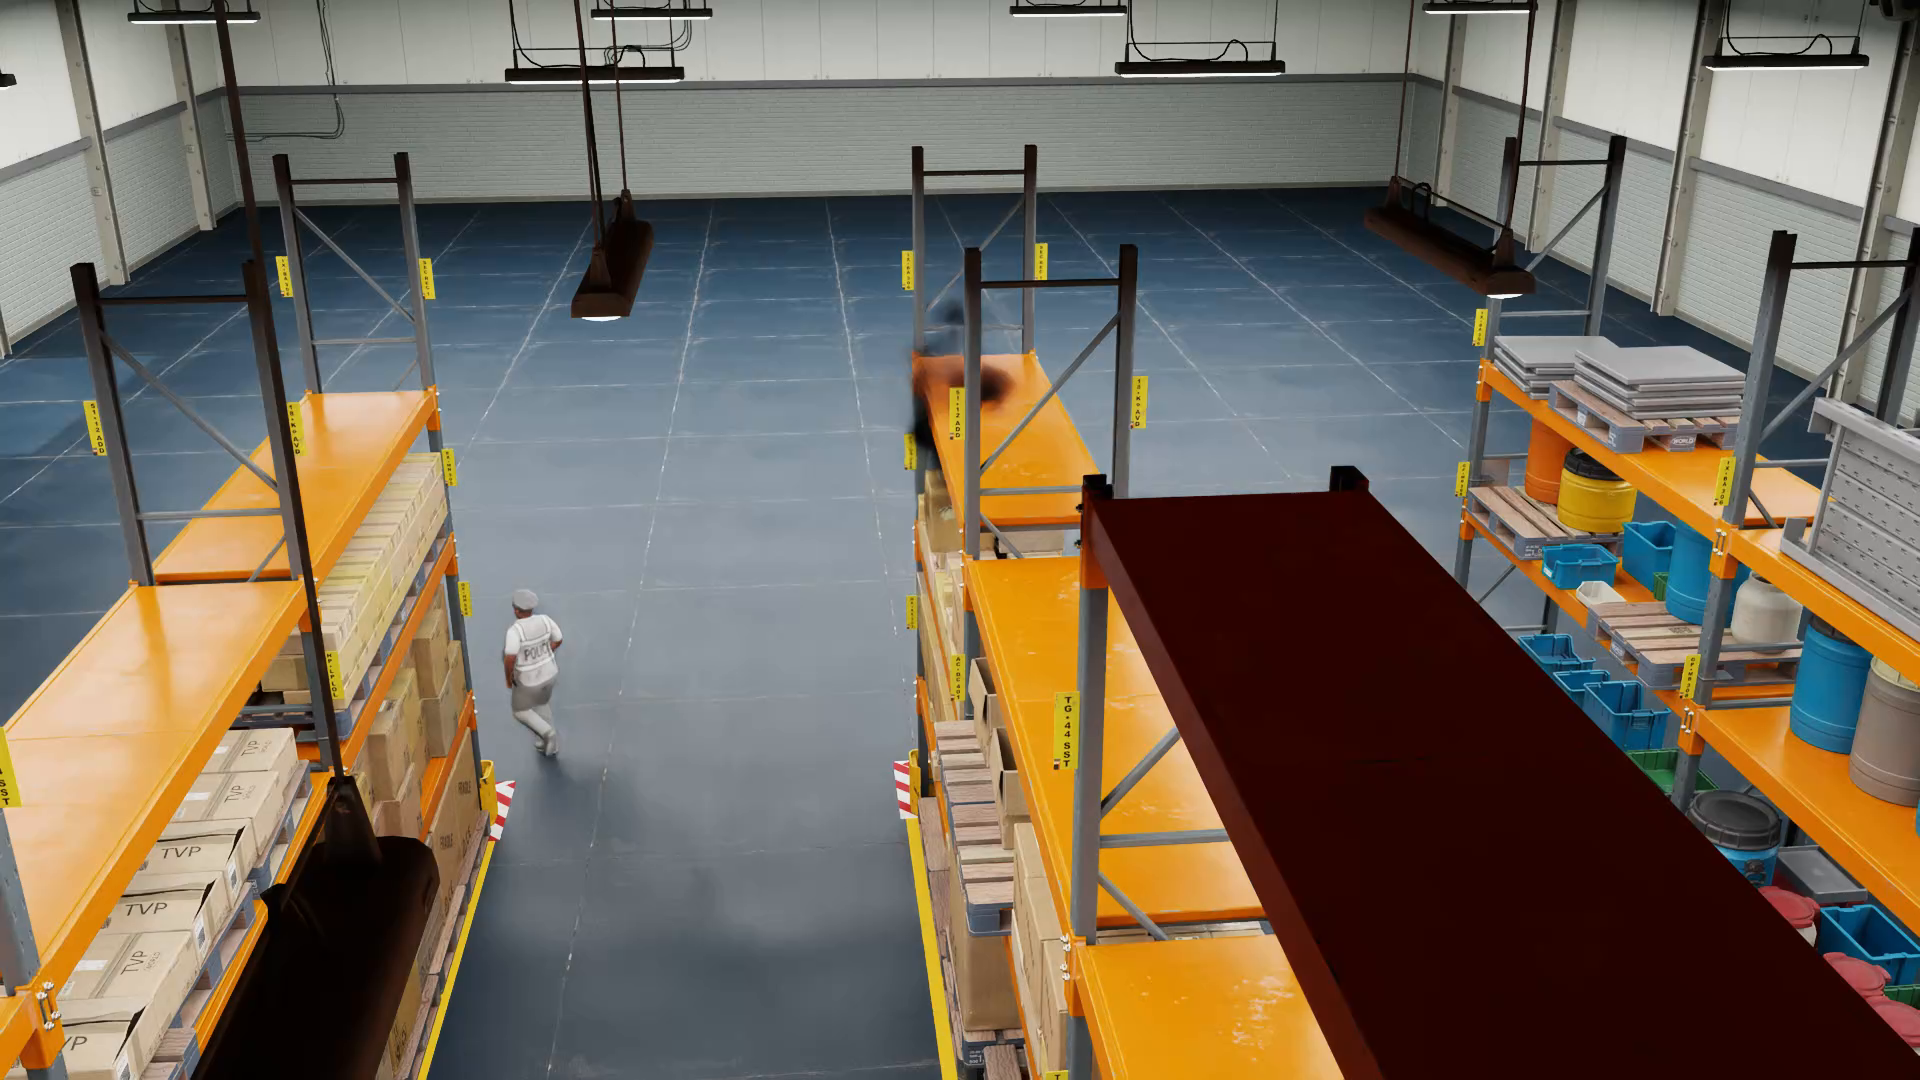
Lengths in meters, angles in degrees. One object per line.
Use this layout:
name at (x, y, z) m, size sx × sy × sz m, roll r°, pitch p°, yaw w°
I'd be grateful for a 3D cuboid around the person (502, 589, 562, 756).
person at (-4.125, 1.305, 16.027) m, size 0.643 × 1.747 × 0.711 m, roll 17°, pitch 27°, yaw 36°
